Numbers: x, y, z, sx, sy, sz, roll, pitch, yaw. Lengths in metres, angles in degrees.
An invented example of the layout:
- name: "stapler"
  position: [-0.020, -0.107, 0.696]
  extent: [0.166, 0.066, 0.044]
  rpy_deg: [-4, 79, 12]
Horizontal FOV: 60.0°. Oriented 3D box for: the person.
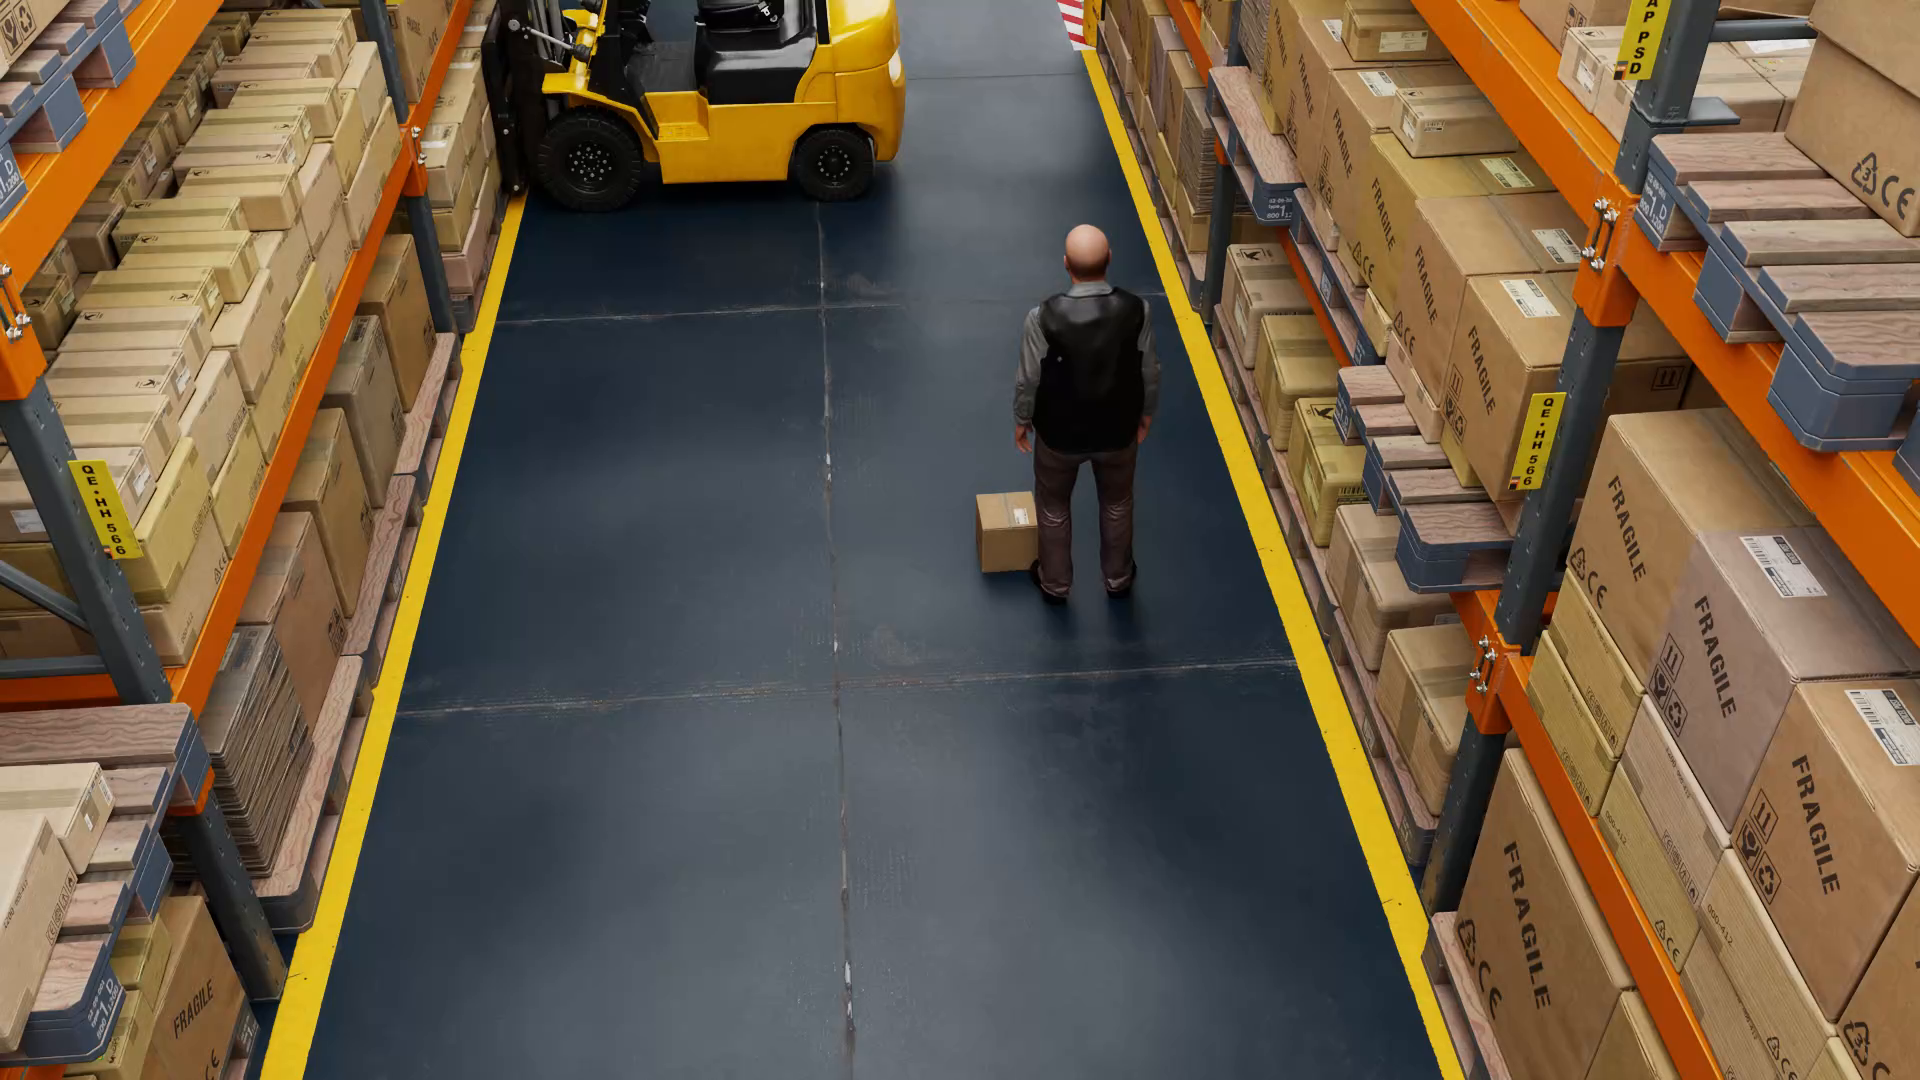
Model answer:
- name: "person"
  position: [0.508, -0.453, 6.735]
  extent: [0.587, 1.721, 0.412]
  rpy_deg: [-4, 39, -5]
